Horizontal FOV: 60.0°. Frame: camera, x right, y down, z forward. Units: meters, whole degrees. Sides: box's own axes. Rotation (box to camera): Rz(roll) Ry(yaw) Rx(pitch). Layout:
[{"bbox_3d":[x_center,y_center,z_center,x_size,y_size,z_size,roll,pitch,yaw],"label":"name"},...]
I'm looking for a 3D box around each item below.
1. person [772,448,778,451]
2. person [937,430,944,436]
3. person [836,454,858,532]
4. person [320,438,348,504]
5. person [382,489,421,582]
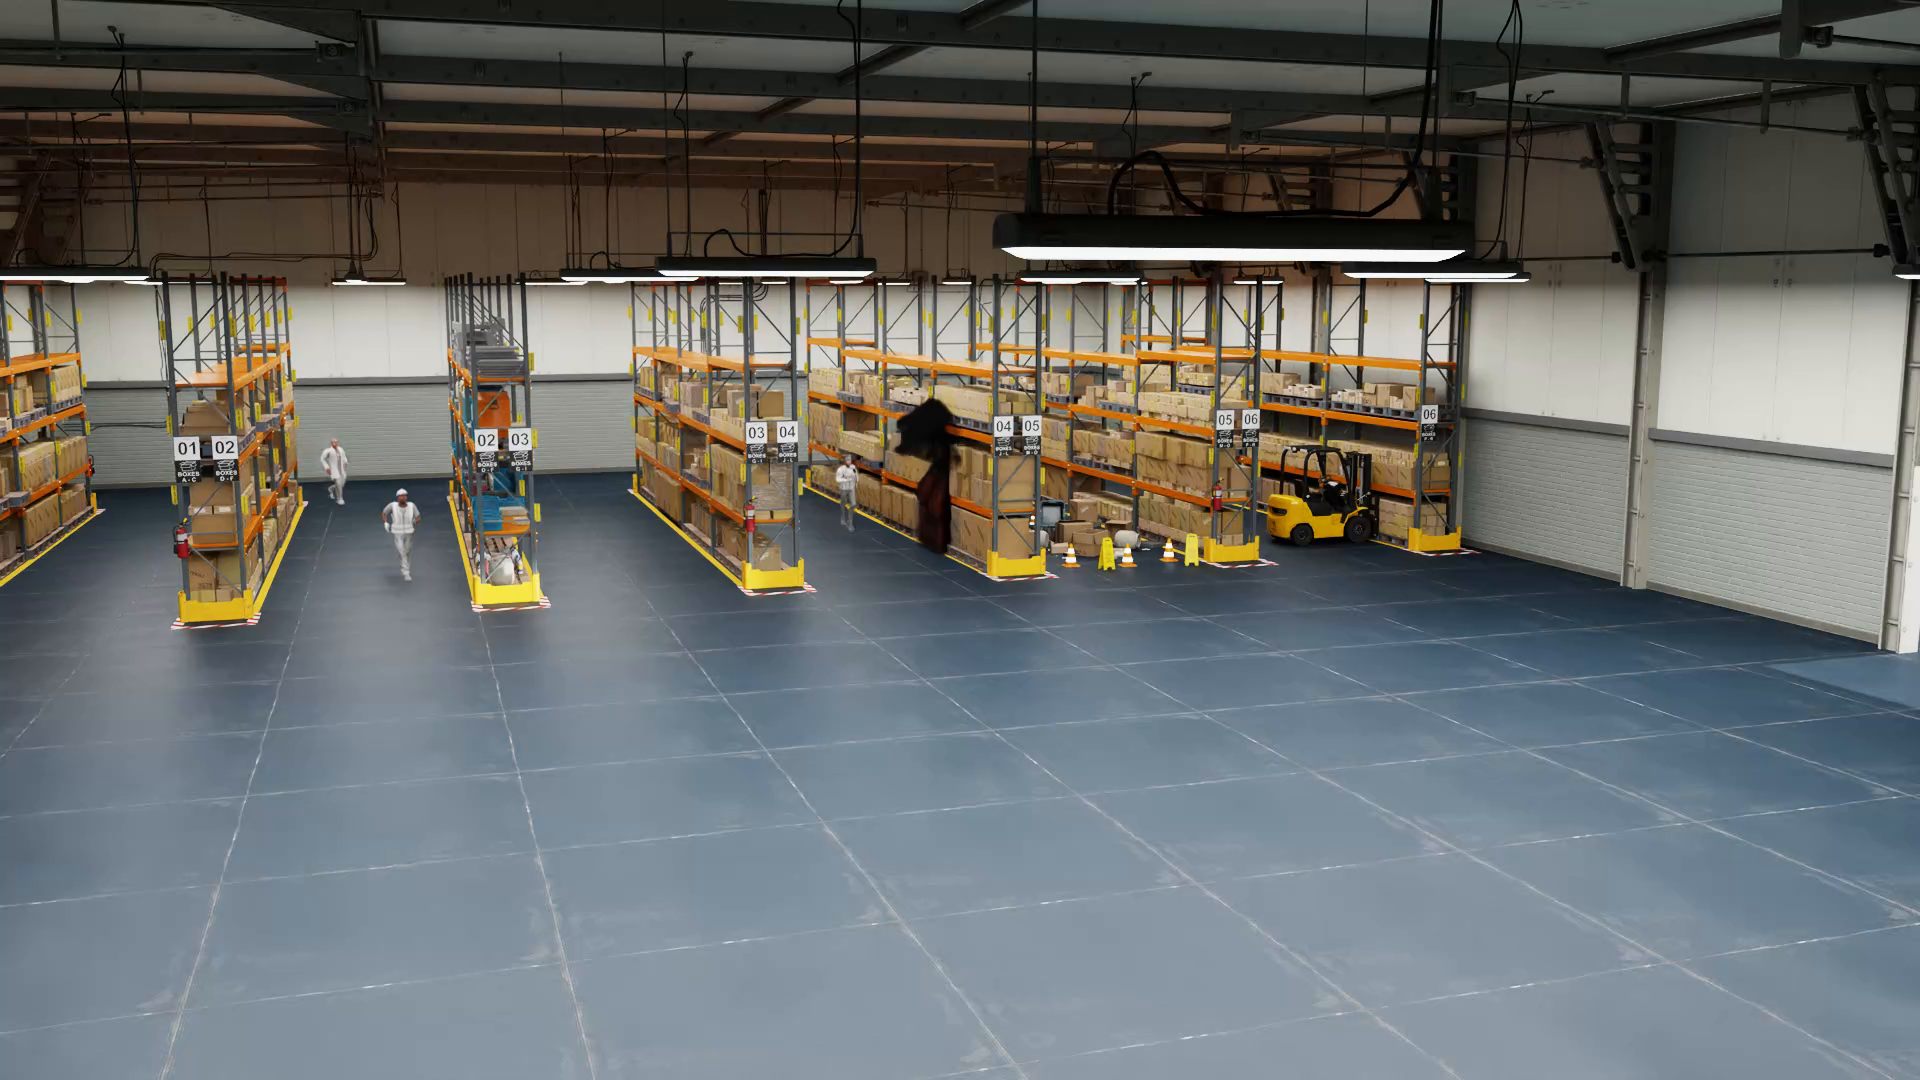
[{"bbox_3d":[-5.306,-2.376,48.092,0.694,1.773,0.875,1,9,4],"label":"person"},{"bbox_3d":[-0.753,-2.811,51.369,0.539,1.608,0.601,-5,10,-30],"label":"person"},{"bbox_3d":[-2.565,-1.095,37.993,0.638,1.768,0.779,-4,10,-26],"label":"person"},{"bbox_3d":[-16.756,-1.849,44.611,0.730,1.759,0.751,5,10,32],"label":"person"},{"bbox_3d":[-11.050,-0.128,32.963,0.697,1.788,1.012,-5,10,-31],"label":"person"}]
